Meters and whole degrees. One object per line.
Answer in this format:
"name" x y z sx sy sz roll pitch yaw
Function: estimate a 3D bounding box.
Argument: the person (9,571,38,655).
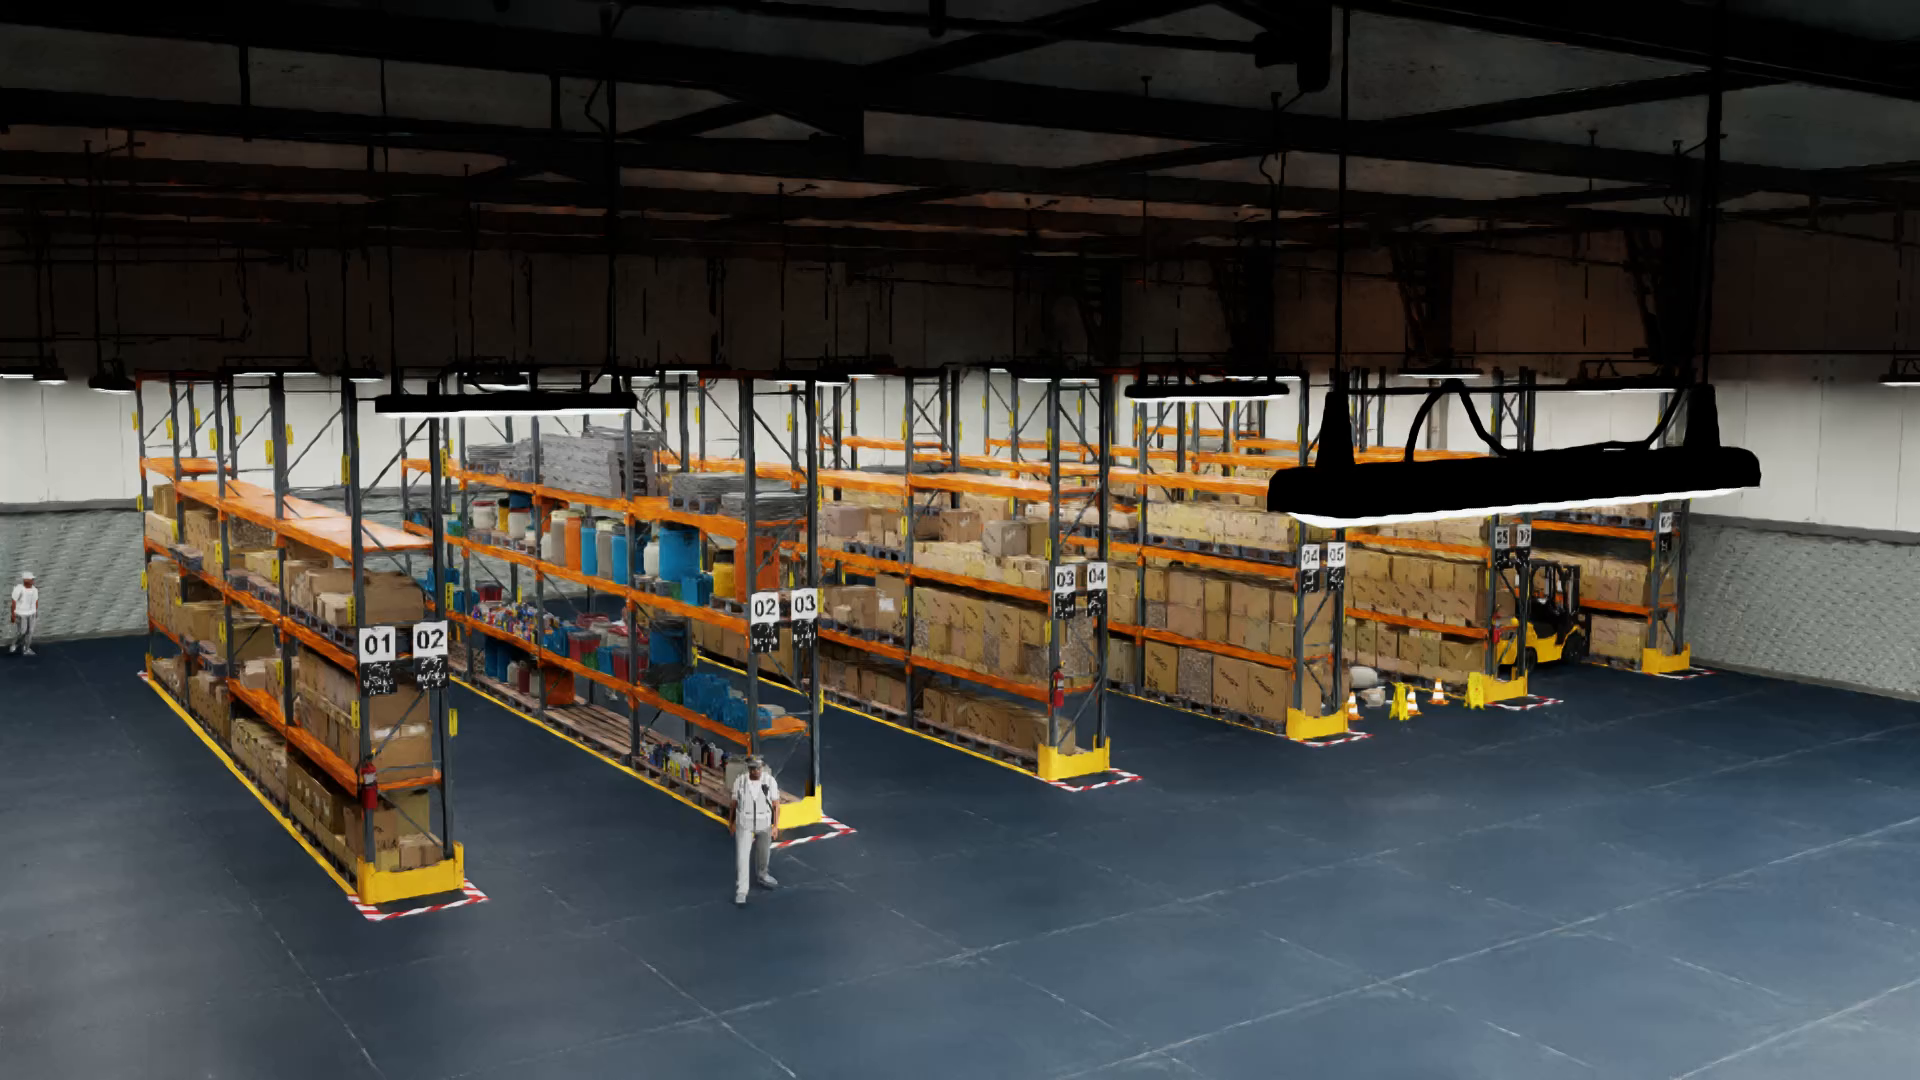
"person" -19.605 1.533 34.847 0.545 1.760 0.616 2 7 20

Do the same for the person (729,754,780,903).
"person" -2.389 3.301 19.348 0.586 1.710 0.967 -1 7 -10

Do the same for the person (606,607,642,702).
"person" -6.134 2.043 30.200 0.731 1.711 0.730 -6 9 -42
